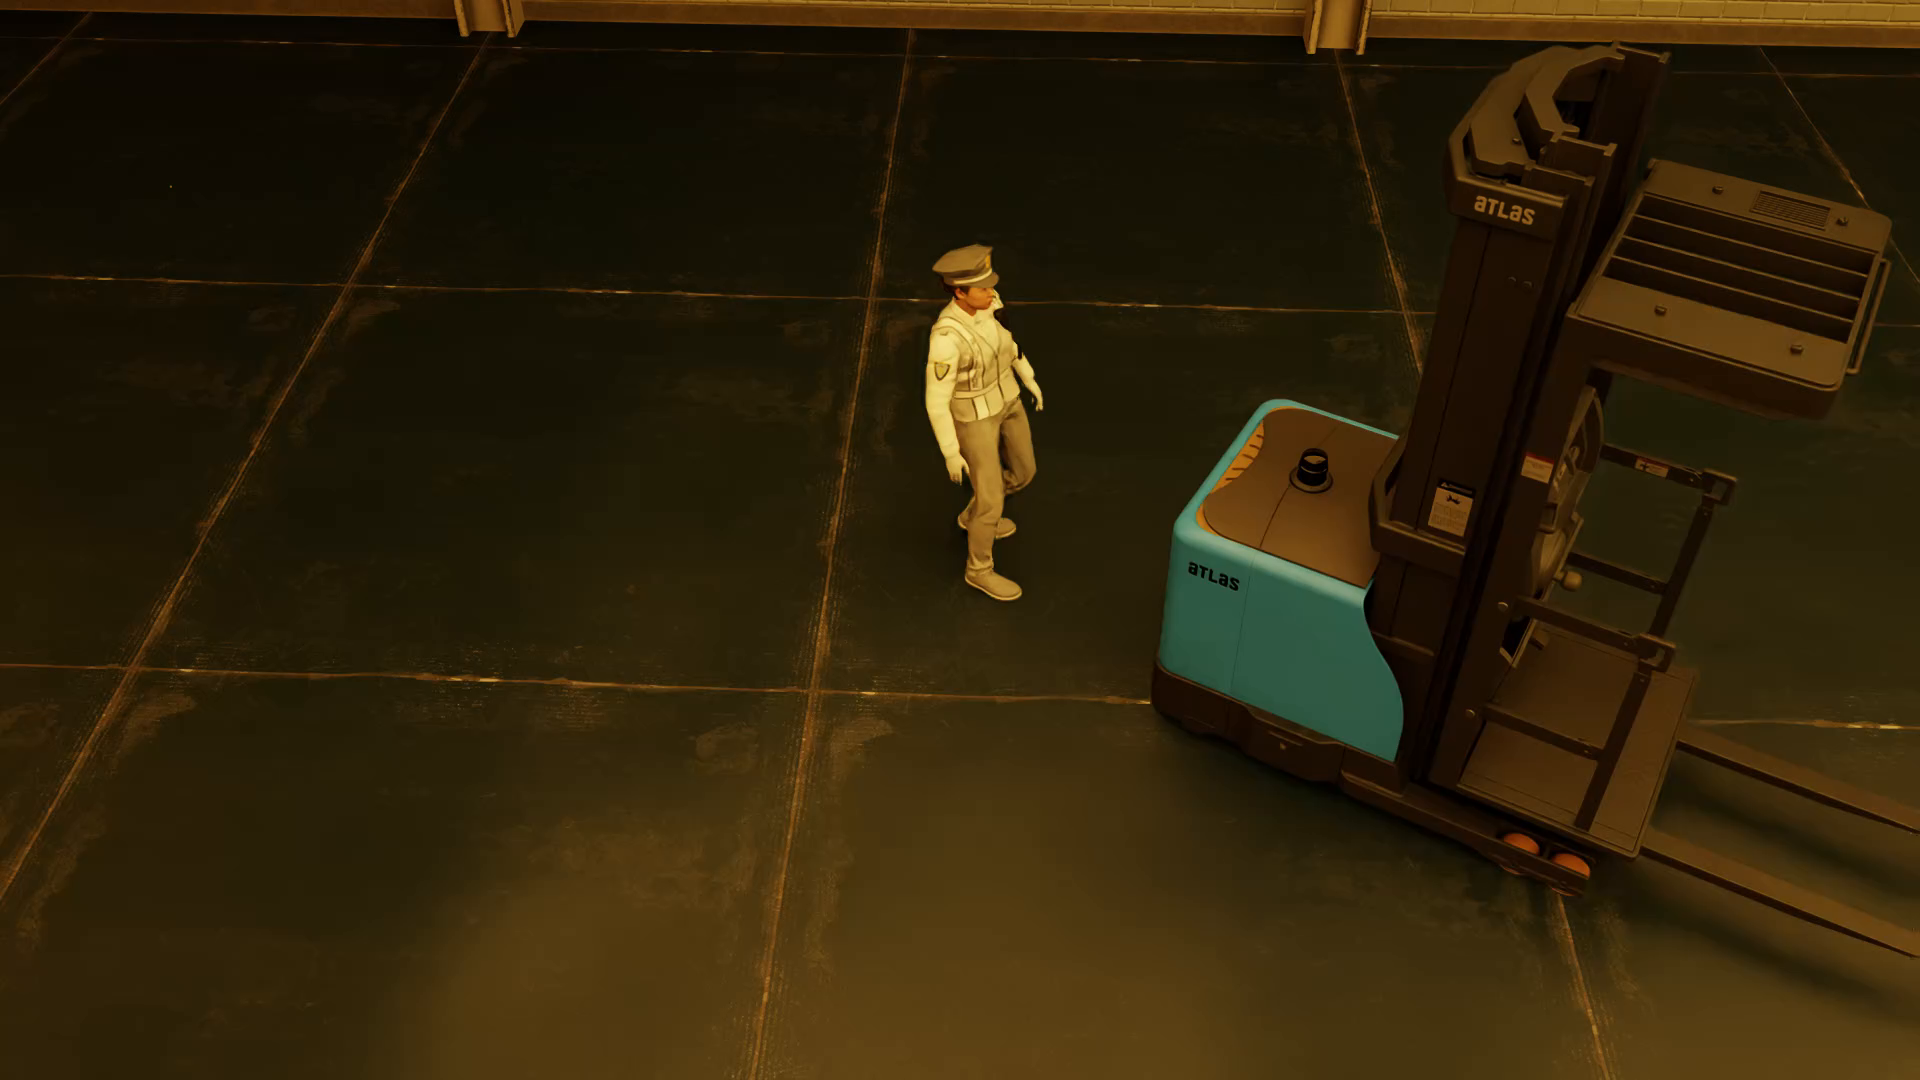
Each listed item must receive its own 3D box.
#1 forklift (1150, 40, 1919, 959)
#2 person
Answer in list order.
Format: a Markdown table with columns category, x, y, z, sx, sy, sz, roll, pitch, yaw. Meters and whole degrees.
| category | x | y | z | sx | sy | sz | roll | pitch | yaw |
| --- | --- | --- | --- | --- | --- | --- | --- | --- | --- |
| forklift | 2.344 | -0.126 | 5.880 | 3.031 | 2.935 | 1.130 | 21 | 47 | 22 |
| person | 0.142 | -0.528 | 7.285 | 0.569 | 1.628 | 0.671 | 26 | 49 | 26 |
